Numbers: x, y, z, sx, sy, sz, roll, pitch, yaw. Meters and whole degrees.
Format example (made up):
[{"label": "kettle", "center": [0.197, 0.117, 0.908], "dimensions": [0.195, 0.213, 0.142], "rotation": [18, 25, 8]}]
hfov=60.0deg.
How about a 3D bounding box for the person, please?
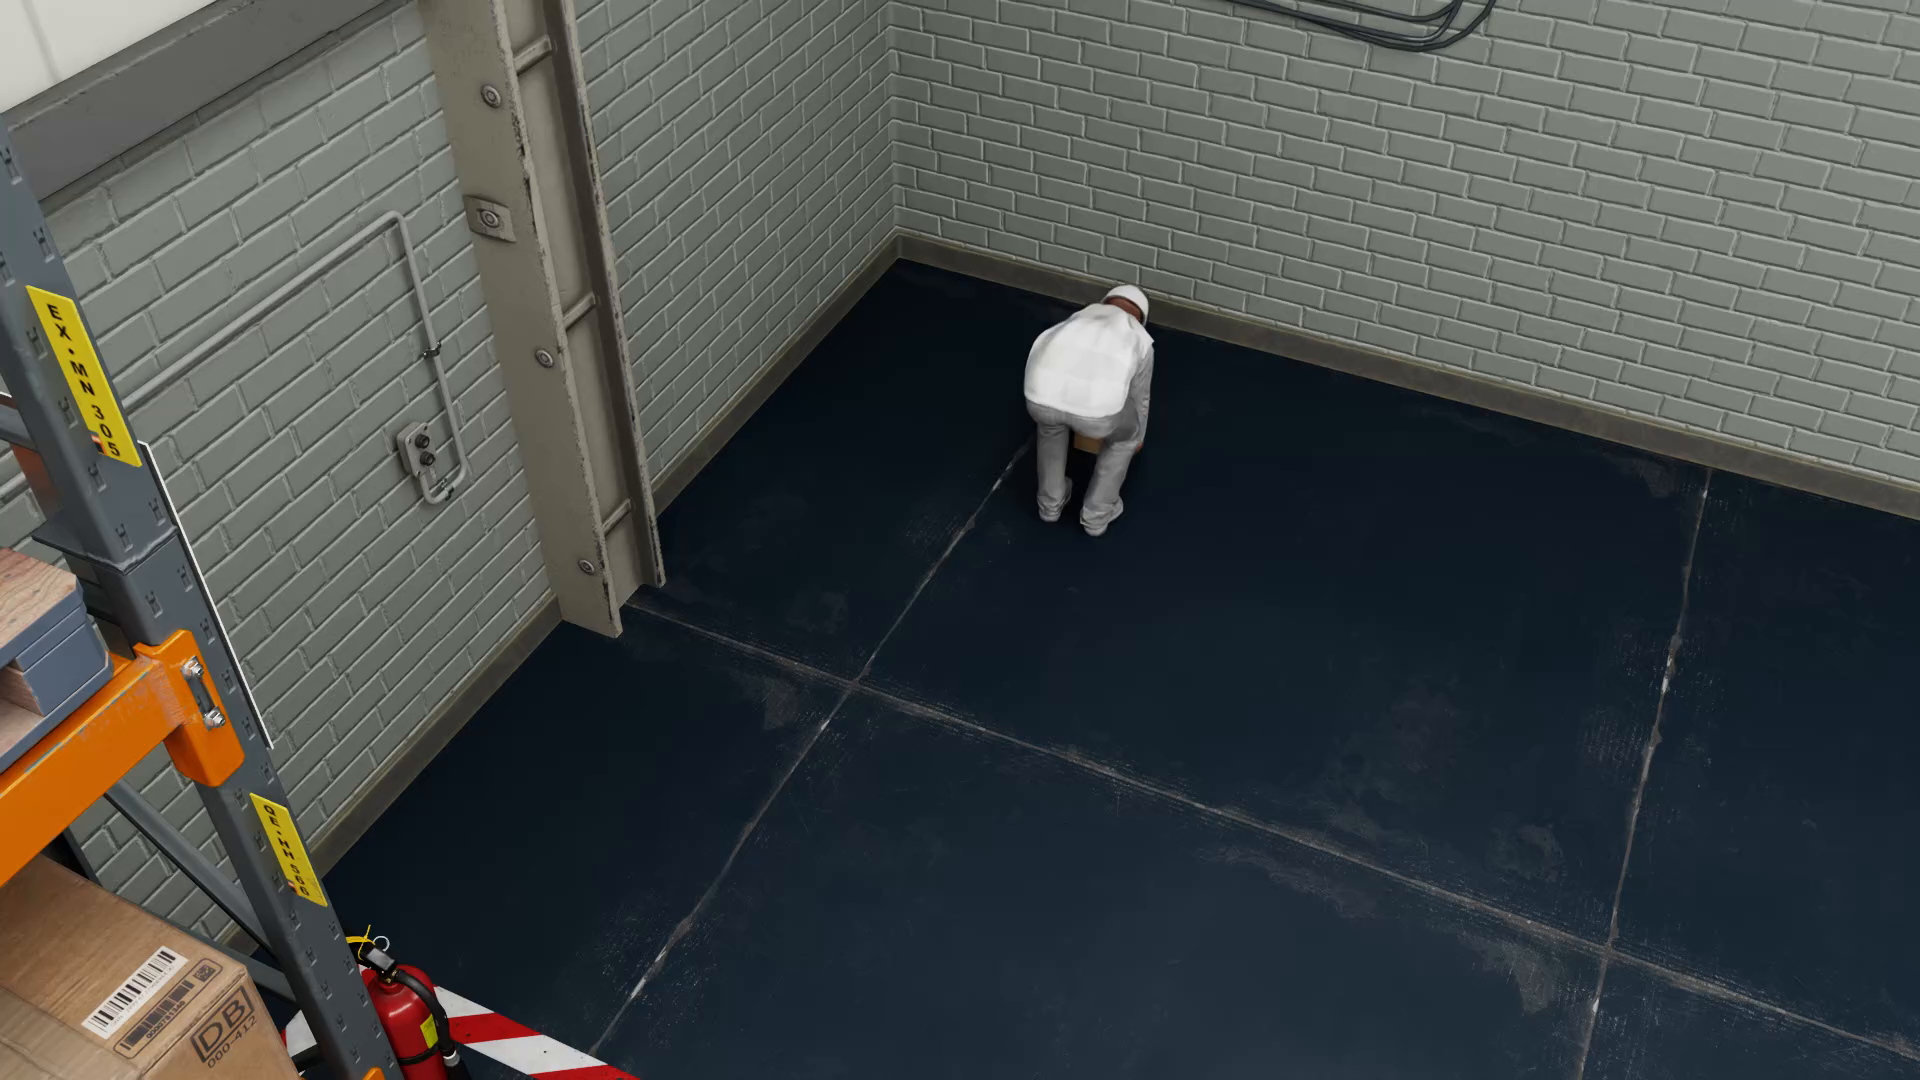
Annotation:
[{"label": "person", "center": [0.602, -0.617, 7.381], "dimensions": [0.476, 1.042, 1.004], "rotation": [15, 44, 17]}]
